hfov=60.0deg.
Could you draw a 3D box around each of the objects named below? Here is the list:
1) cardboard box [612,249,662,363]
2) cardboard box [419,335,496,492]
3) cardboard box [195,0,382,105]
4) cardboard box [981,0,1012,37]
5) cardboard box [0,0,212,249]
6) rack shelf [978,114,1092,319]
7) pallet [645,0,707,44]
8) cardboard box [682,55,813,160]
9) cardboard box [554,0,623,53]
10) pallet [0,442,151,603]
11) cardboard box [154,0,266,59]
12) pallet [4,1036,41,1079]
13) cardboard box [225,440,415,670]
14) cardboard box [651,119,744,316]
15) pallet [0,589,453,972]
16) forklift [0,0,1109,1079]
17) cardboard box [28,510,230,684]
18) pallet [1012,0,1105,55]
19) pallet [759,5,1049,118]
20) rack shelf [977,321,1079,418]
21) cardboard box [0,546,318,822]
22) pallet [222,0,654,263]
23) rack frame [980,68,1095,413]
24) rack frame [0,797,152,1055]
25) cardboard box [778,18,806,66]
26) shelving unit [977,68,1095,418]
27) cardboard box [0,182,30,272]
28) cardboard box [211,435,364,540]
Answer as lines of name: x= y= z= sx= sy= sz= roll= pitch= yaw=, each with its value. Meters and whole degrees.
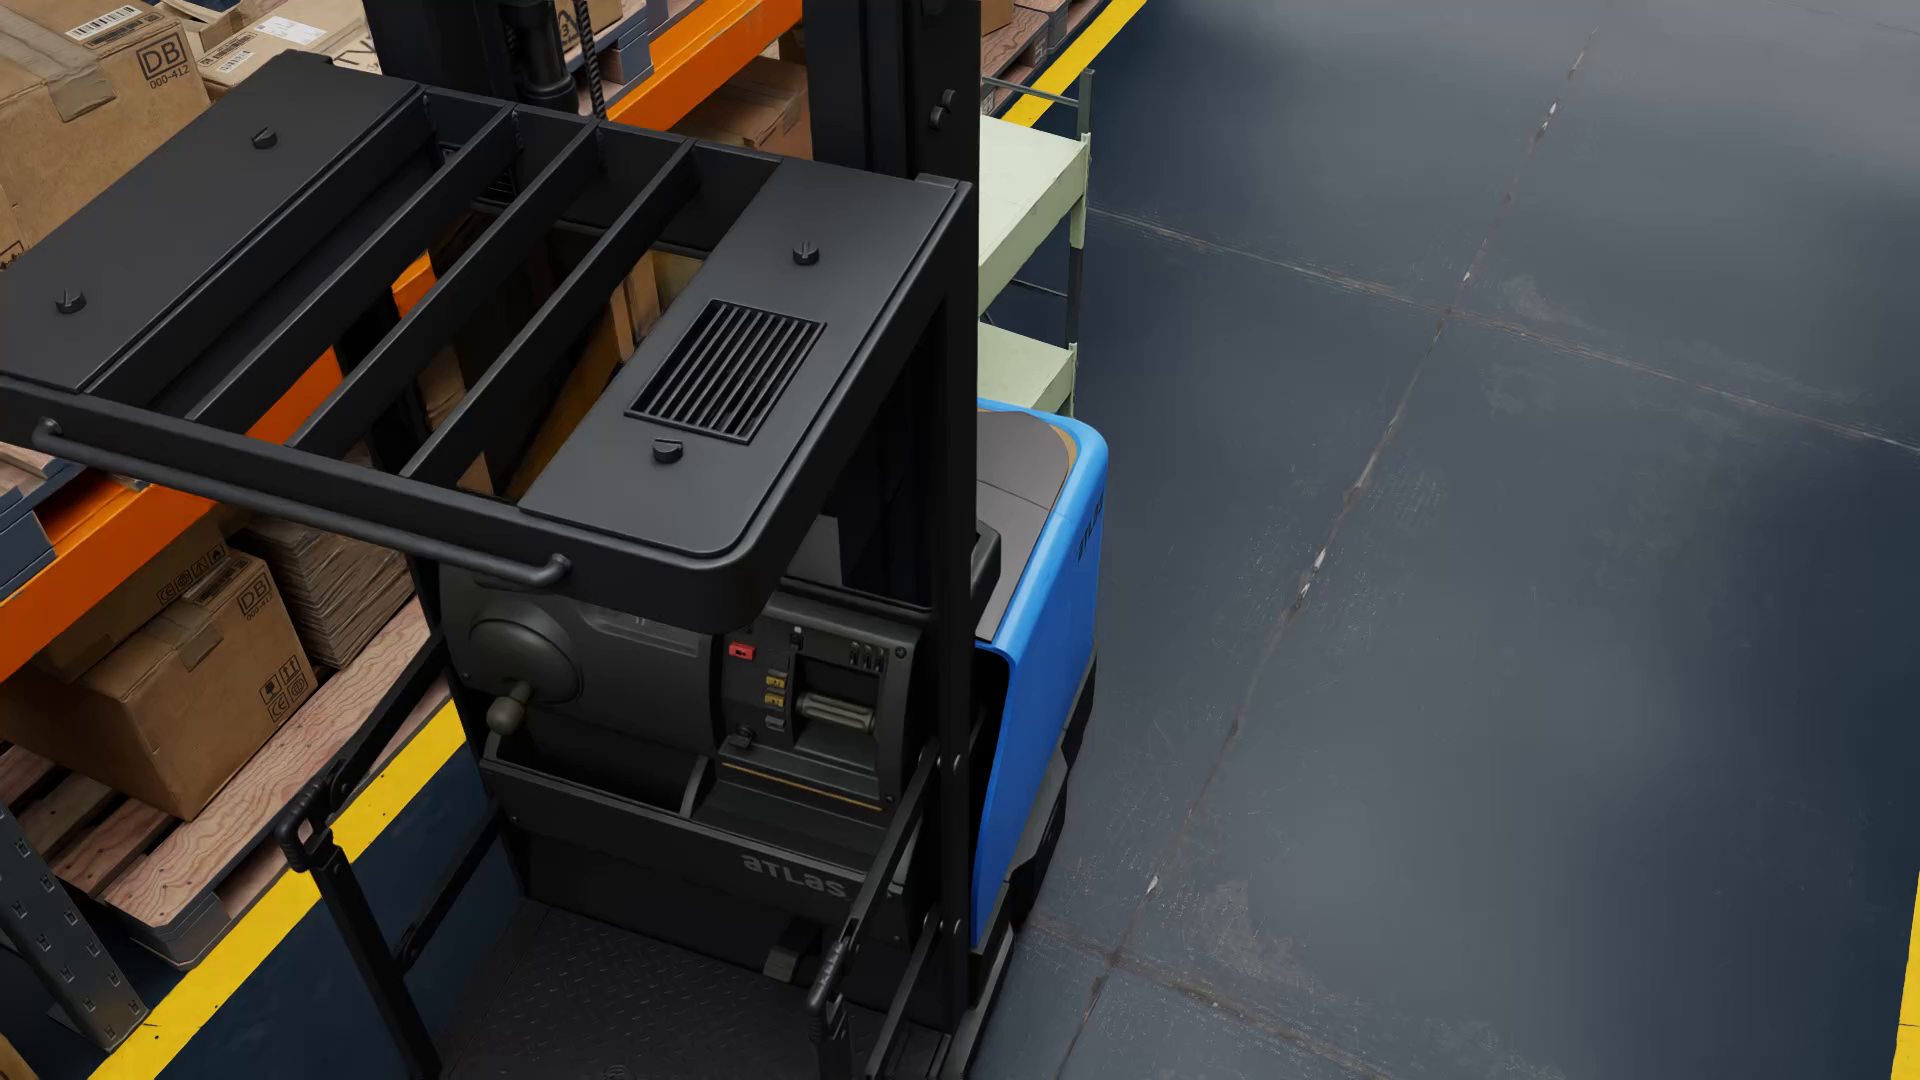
cardboard box: x=-1.408 y=-0.783 z=5.363 sx=0.700 sy=0.500 sz=0.500 roll=17 pitch=48 yaw=16
cardboard box: x=-1.667 y=-0.432 z=5.016 sx=0.700 sy=0.500 sz=0.500 roll=24 pitch=50 yaw=22
cardboard box: x=-1.482 y=-1.089 z=4.027 sx=0.500 sy=0.250 sz=0.500 roll=19 pitch=48 yaw=18
cardboard box: x=-0.126 y=-2.405 z=6.980 sx=0.500 sy=0.500 sz=0.500 roll=-34 pitch=55 yaw=-29
cardboard box: x=-2.078 y=-0.935 z=3.699 sx=0.700 sy=0.500 sz=0.500 roll=28 pitch=51 yaw=25
rack shelf: x=0.003 y=-0.806 z=4.443 sx=0.431 sy=0.370 sz=0.720 roll=20 pitch=49 yaw=19
pallet: x=-1.090 y=-2.033 z=5.285 sx=1.003 sy=0.211 sz=1.213 roll=20 pitch=49 yaw=19
cardboard box: x=-0.911 y=-1.430 z=6.003 sx=0.700 sy=0.500 sz=0.500 roll=17 pitch=48 yaw=16
cardboard box: x=-1.330 y=-1.595 z=4.350 sx=0.797 sy=0.503 sz=0.637 roll=25 pitch=51 yaw=23
pallet: x=-2.227 y=-0.431 z=3.702 sx=1.213 sy=0.211 sz=1.003 roll=20 pitch=49 yaw=19
cardboard box: x=-1.929 y=-1.254 z=4.180 sx=0.396 sy=0.266 sz=0.258 roll=19 pitch=48 yaw=18
pallet: x=-2.896 y=1.438 z=3.680 sx=1.003 sy=0.211 sz=1.213 roll=20 pitch=49 yaw=19
cardboard box: x=-1.924 y=-0.072 z=4.661 sx=0.700 sy=0.500 sz=0.500 roll=17 pitch=48 yaw=16
cardboard box: x=-1.149 y=-1.136 z=5.712 sx=0.700 sy=0.500 sz=0.500 roll=20 pitch=49 yaw=19
pallet: x=-2.099 y=0.474 z=4.633 sx=1.003 sy=0.211 sz=1.213 roll=20 pitch=49 yaw=19
forklift: x=-0.594 y=0.322 z=2.871 sx=1.130 sy=2.935 sz=3.031 roll=14 pitch=47 yaw=13
cardboard box: x=-2.179 y=0.014 z=4.048 sx=0.500 sy=0.250 sz=0.500 roll=22 pitch=49 yaw=21
pallet: x=0.239 y=-2.760 z=7.829 sx=1.003 sy=0.211 sz=1.213 roll=20 pitch=49 yaw=19
pallet: x=-0.326 y=-1.988 z=7.067 sx=1.003 sy=0.211 sz=1.213 roll=20 pitch=49 yaw=19
rack shelf: x=0.003 y=-0.302 z=4.953 sx=0.431 sy=0.370 sz=0.720 roll=20 pitch=49 yaw=19
cardboard box: x=-2.170 y=0.281 z=4.311 sx=0.700 sy=0.500 sz=0.500 roll=18 pitch=48 yaw=17
pallet: x=-1.581 y=-1.207 z=4.469 sx=1.003 sy=0.211 sz=1.213 roll=20 pitch=49 yaw=19
rack frame: x=0.173 y=-0.762 z=4.949 sx=0.400 sy=1.500 sz=0.023 roll=20 pitch=49 yaw=19
rack frame: x=-2.463 y=-0.014 z=3.155 sx=1.000 sy=3.000 sz=0.127 roll=20 pitch=49 yaw=19
cardboard box: x=-0.386 y=-2.042 z=6.621 sx=0.500 sy=0.500 sz=0.500 roll=19 pitch=48 yaw=18
shelving unit: x=0.003 y=-0.531 z=4.721 sx=0.431 sy=1.500 sz=0.755 roll=20 pitch=49 yaw=19
cardboard box: x=-2.248 y=-0.550 z=3.319 sx=0.500 sy=0.500 sz=0.500 roll=15 pitch=47 yaw=14
cardboard box: x=-1.942 y=-0.323 z=4.381 sx=0.500 sy=0.250 sz=0.500 roll=26 pitch=51 yaw=23
